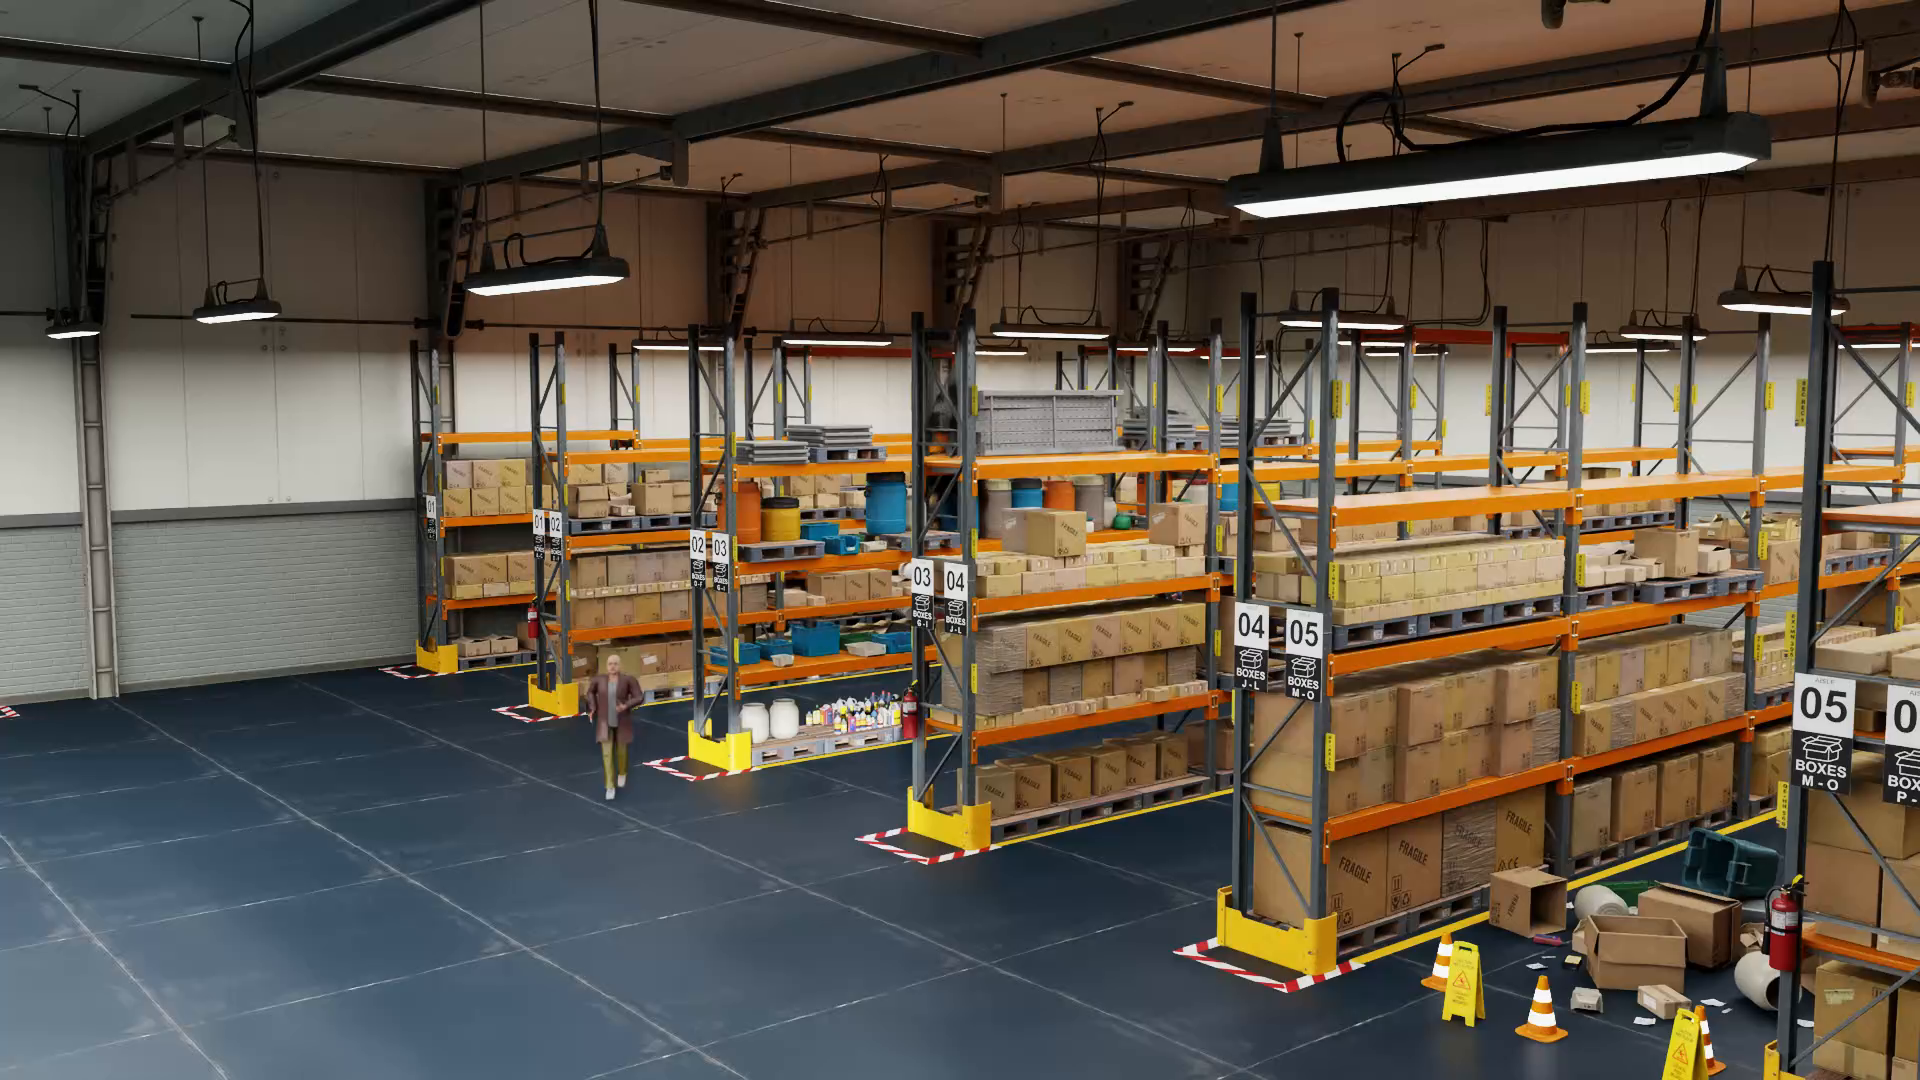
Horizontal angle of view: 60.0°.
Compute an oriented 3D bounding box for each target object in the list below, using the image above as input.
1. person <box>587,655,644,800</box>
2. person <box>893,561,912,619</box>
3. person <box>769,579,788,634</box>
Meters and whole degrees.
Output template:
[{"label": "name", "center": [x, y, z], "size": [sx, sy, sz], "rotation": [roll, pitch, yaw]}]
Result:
[{"label": "person", "center": [-4.357, 2.325, 20.983], "size": [0.722, 1.765, 0.878], "rotation": [-1, 5, -7]}, {"label": "person", "center": [-1.111, 1.102, 34.522], "size": [0.722, 1.746, 0.628], "rotation": [5, 7, 44]}, {"label": "person", "center": [-3.340, 1.493, 31.235], "size": [0.656, 1.654, 0.546], "rotation": [-3, 6, -32]}]
